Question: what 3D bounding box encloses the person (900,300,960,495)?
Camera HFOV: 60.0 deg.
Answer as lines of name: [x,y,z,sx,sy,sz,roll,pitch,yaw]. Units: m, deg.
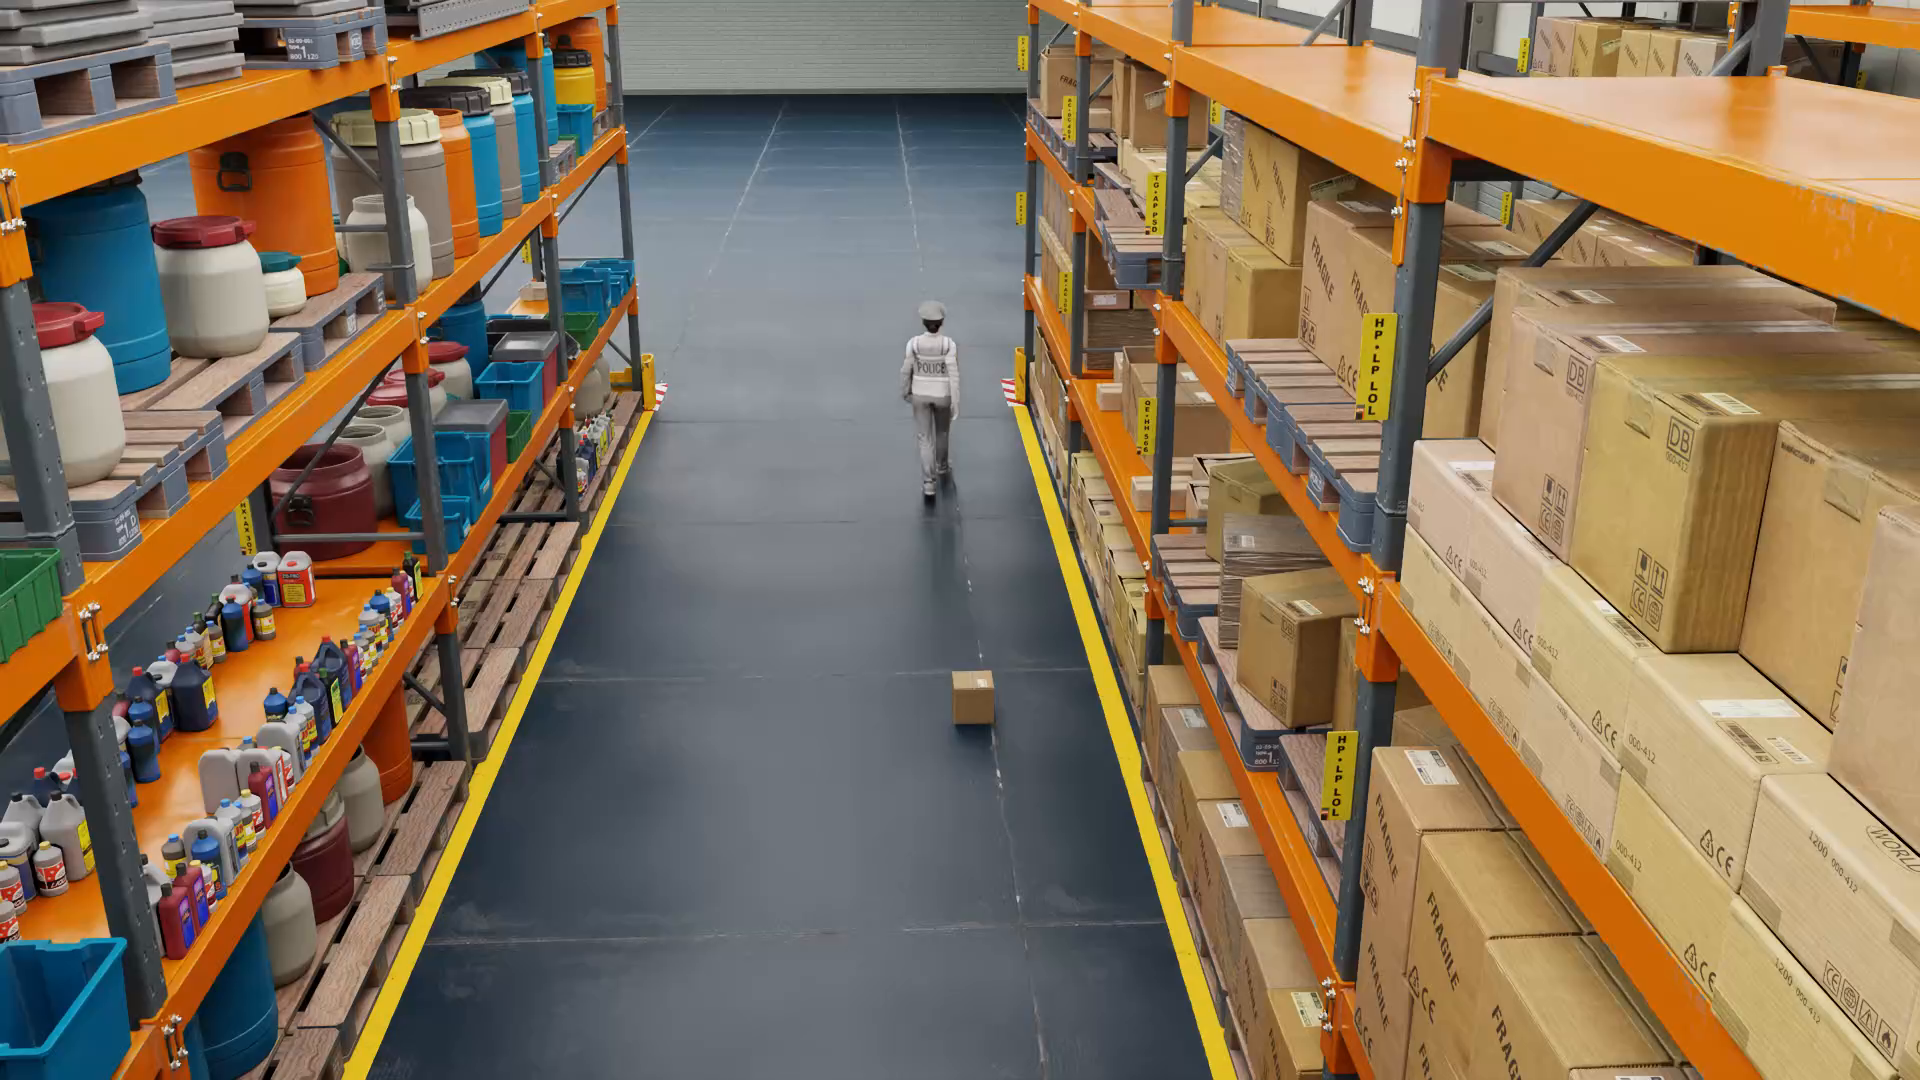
person: [-0.266,-1.279,14.417,0.505,1.630,0.978,-2,21,-4]
